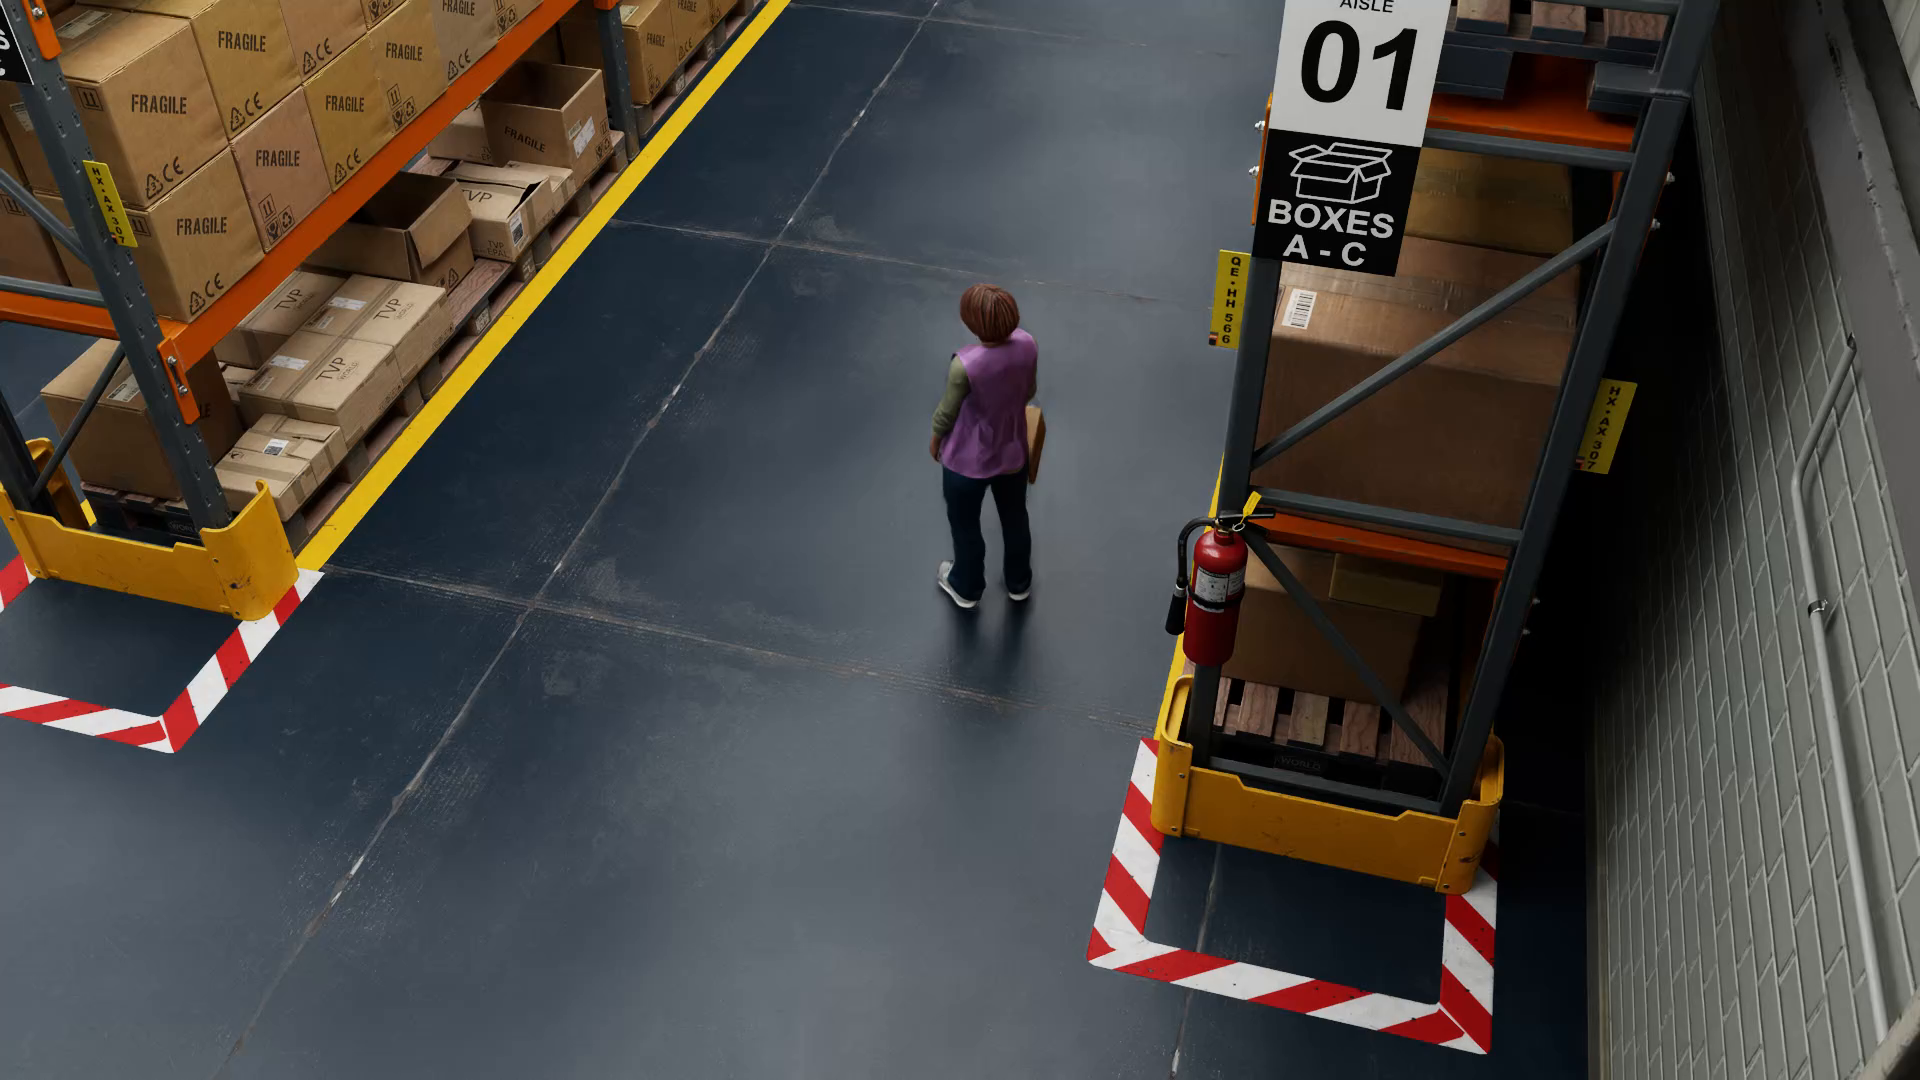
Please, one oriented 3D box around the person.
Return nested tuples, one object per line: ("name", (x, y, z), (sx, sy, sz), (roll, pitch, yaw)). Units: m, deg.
("person", (0.102, -0.363, 6.556), (0.486, 1.600, 0.423), (-21, 46, -22))
